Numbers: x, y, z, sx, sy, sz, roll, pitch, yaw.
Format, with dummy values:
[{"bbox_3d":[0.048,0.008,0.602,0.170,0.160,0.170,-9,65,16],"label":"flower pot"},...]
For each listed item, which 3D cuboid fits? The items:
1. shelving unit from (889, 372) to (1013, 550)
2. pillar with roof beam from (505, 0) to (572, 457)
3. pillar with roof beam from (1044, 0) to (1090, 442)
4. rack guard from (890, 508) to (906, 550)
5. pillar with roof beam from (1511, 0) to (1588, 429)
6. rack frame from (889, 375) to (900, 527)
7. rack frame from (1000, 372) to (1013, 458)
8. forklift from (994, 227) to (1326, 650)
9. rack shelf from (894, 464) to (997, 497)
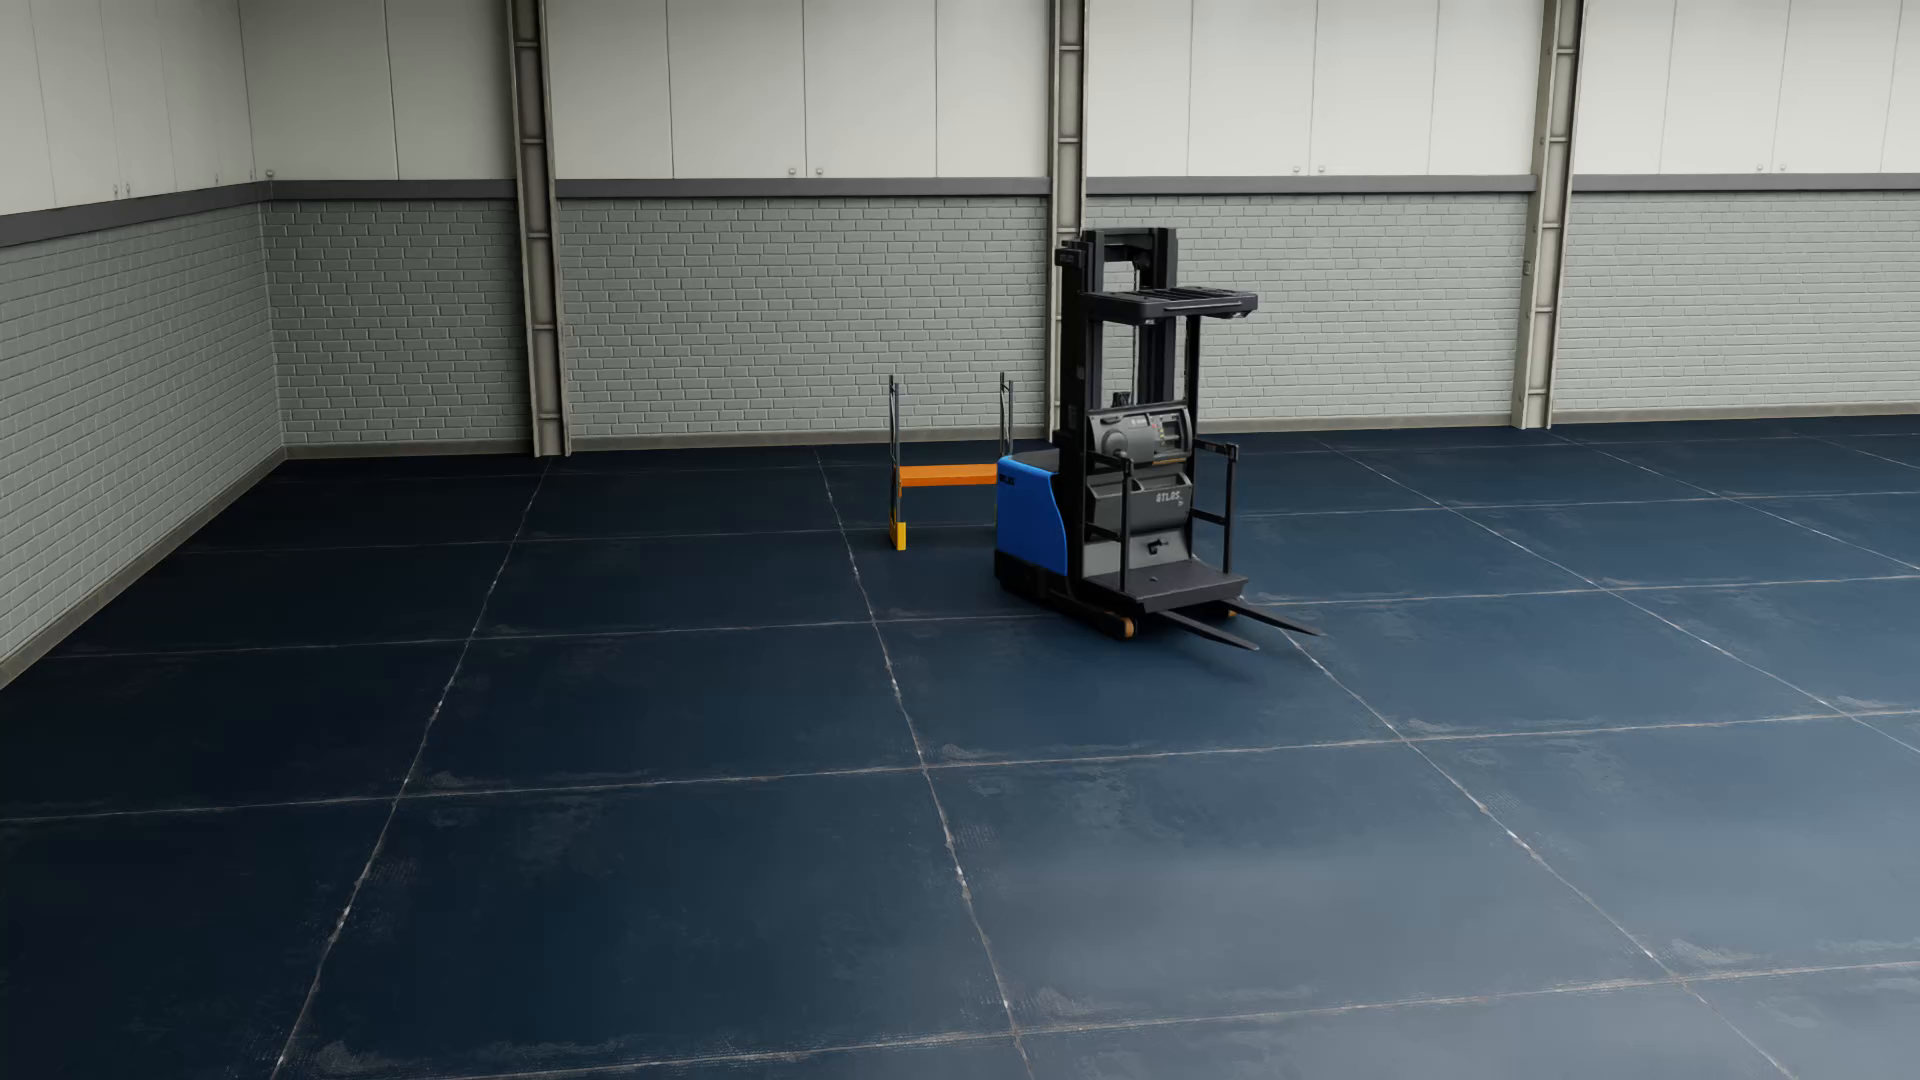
[{"bbox_3d":[-0.075,-0.725,15.028,1.083,1.500,0.587,-2,14,-8],"label":"shelving unit"},{"bbox_3d":[-4.052,-4.322,13.954,0.400,9.000,9.100,-2,14,-8],"label":"pillar with roof beam"},{"bbox_3d":[1.881,-4.539,14.821,0.400,9.000,9.100,-2,14,-8],"label":"pillar with roof beam"},{"bbox_3d":[-0.568,-0.100,15.108,0.087,0.250,0.587,-2,14,-8],"label":"rack guard"},{"bbox_3d":[7.814,-4.756,15.688,0.400,9.000,9.100,-2,14,-8],"label":"pillar with roof beam"},{"bbox_3d":[-0.587,-0.706,14.954,0.032,1.500,0.500,-2,14,-8],"label":"rack frame"},{"bbox_3d":[0.418,-0.743,15.101,0.032,1.500,0.500,-2,14,-8],"label":"rack frame"},{"bbox_3d":[1.488,-0.815,12.444,1.130,2.935,3.031,-9,16,-31],"label":"forklift"},{"bbox_3d":[-0.084,-0.550,15.071,1.000,0.185,0.538,-2,14,-8],"label":"rack shelf"}]
